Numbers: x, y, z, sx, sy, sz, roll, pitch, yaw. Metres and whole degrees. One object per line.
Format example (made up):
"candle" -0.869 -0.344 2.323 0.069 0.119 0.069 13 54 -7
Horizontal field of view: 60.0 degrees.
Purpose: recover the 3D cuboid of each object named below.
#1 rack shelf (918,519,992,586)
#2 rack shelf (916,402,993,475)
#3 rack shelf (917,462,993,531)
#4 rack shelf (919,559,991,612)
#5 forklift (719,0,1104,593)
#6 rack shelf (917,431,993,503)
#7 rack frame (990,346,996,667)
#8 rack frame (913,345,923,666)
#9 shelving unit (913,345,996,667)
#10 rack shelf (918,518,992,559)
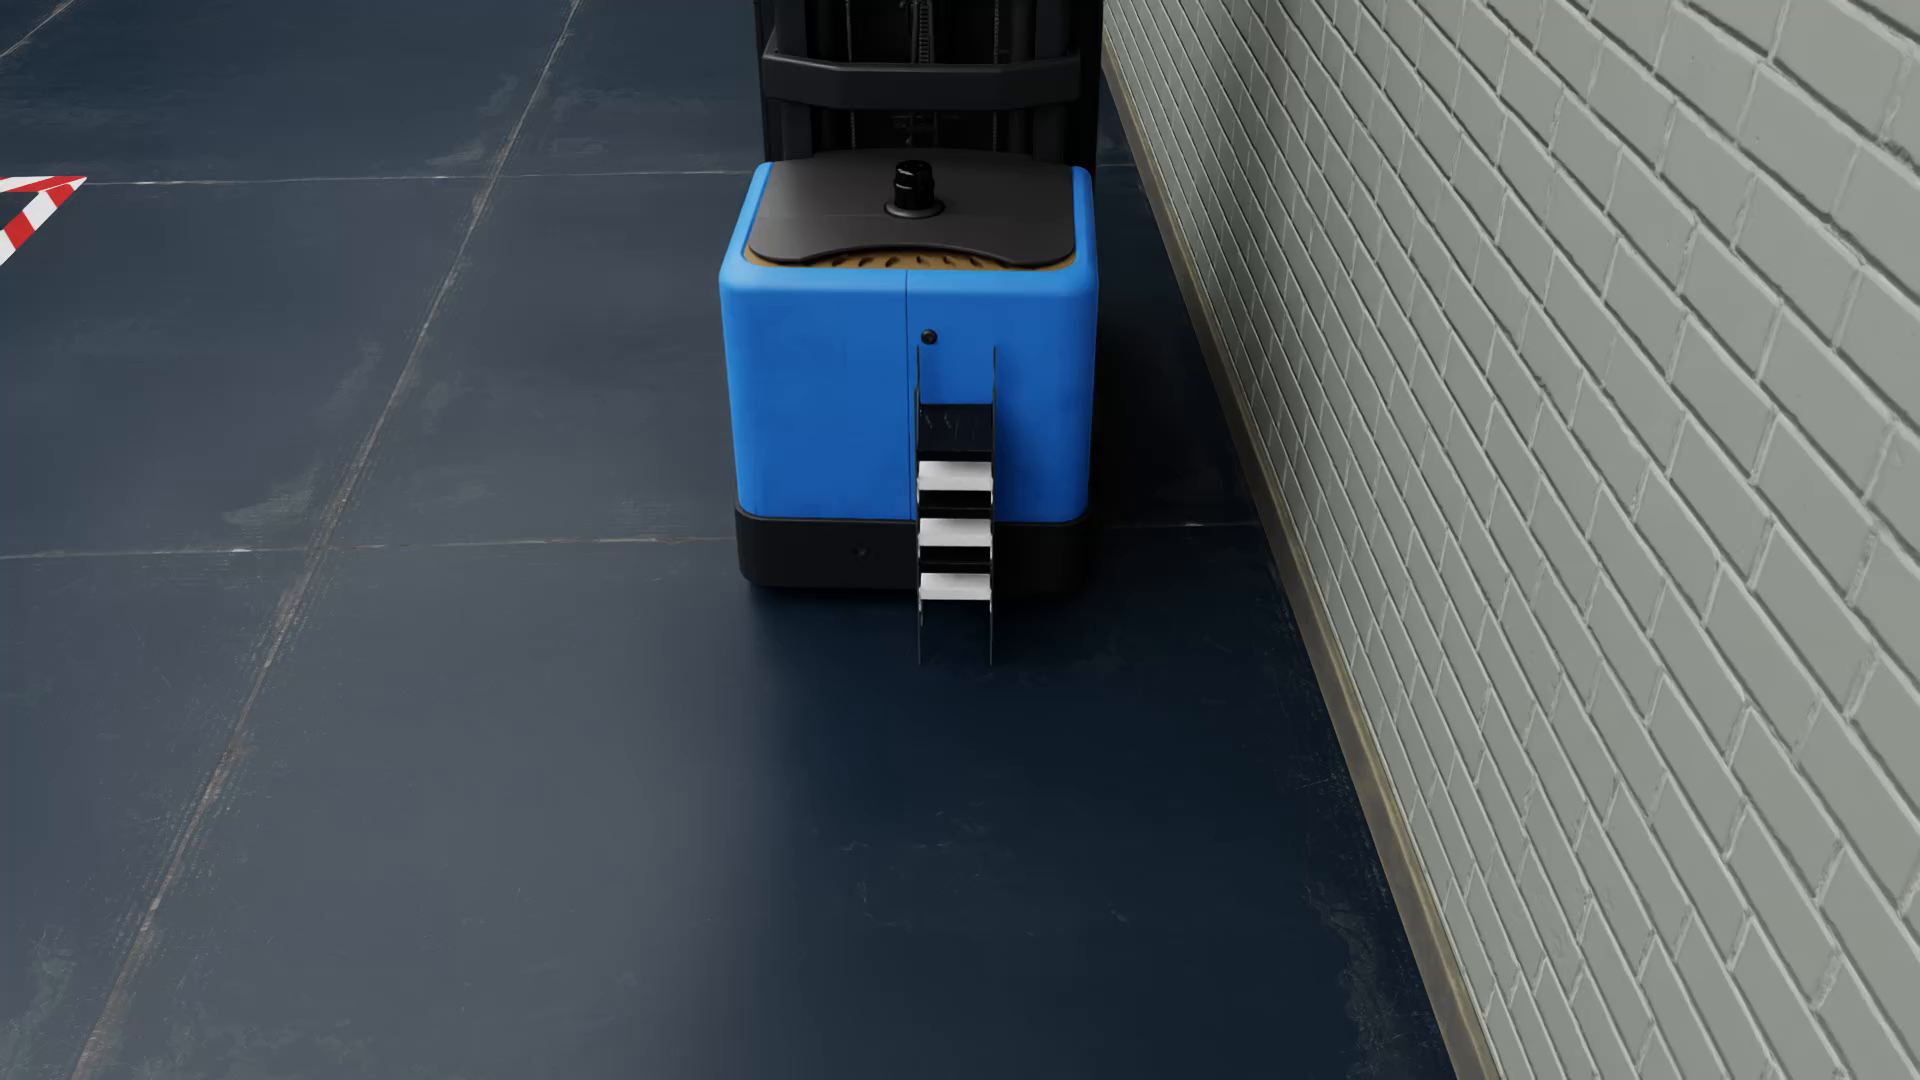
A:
"rack shelf" -0.012 0.023 4.643 0.200 0.077 0.258 0 35 1
"rack shelf" -0.012 -0.273 4.438 0.200 0.077 0.258 0 35 1
"rack shelf" -0.012 -0.125 4.541 0.200 0.077 0.258 0 35 1
"rack shelf" -0.012 0.097 4.695 0.200 0.077 0.258 0 35 1
"forklift" -0.088 -1.860 5.362 1.130 2.935 3.031 1 35 2
"rack shelf" -0.012 -0.199 4.490 0.200 0.077 0.258 0 35 1
"rack frame" 0.090 -0.078 4.572 0.006 0.900 0.240 0 35 1
"rack frame" -0.113 -0.080 4.574 0.006 0.900 0.240 0 35 1
"shelving unit" -0.012 -0.079 4.573 0.210 0.900 0.258 0 35 1
"rack shelf" -0.012 -0.051 4.592 0.200 0.077 0.258 0 35 1
